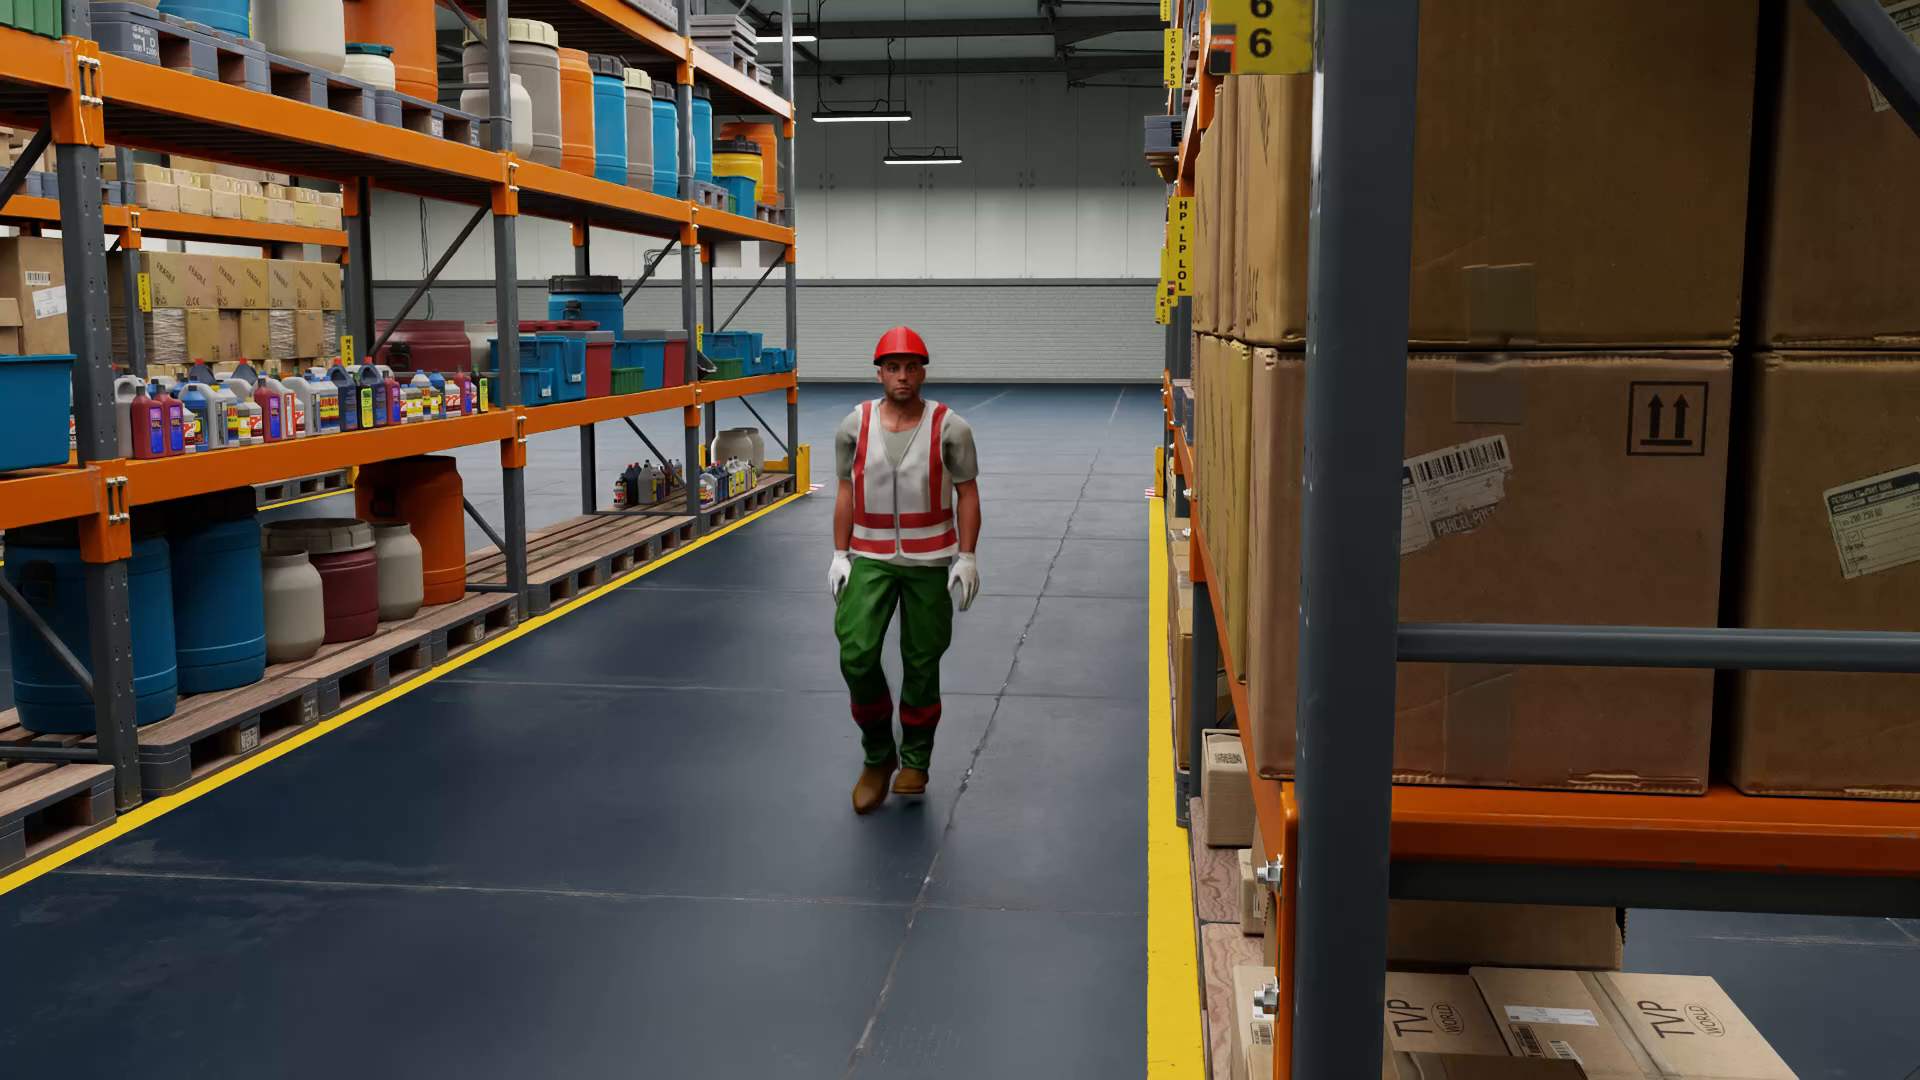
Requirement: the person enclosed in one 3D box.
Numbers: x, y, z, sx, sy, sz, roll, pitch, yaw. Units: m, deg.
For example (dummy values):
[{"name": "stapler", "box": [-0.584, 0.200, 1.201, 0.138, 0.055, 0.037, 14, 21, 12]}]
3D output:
[{"name": "person", "box": [-0.218, 0.116, 6.226, 0.590, 1.819, 0.504, 0, 8, 4]}]
